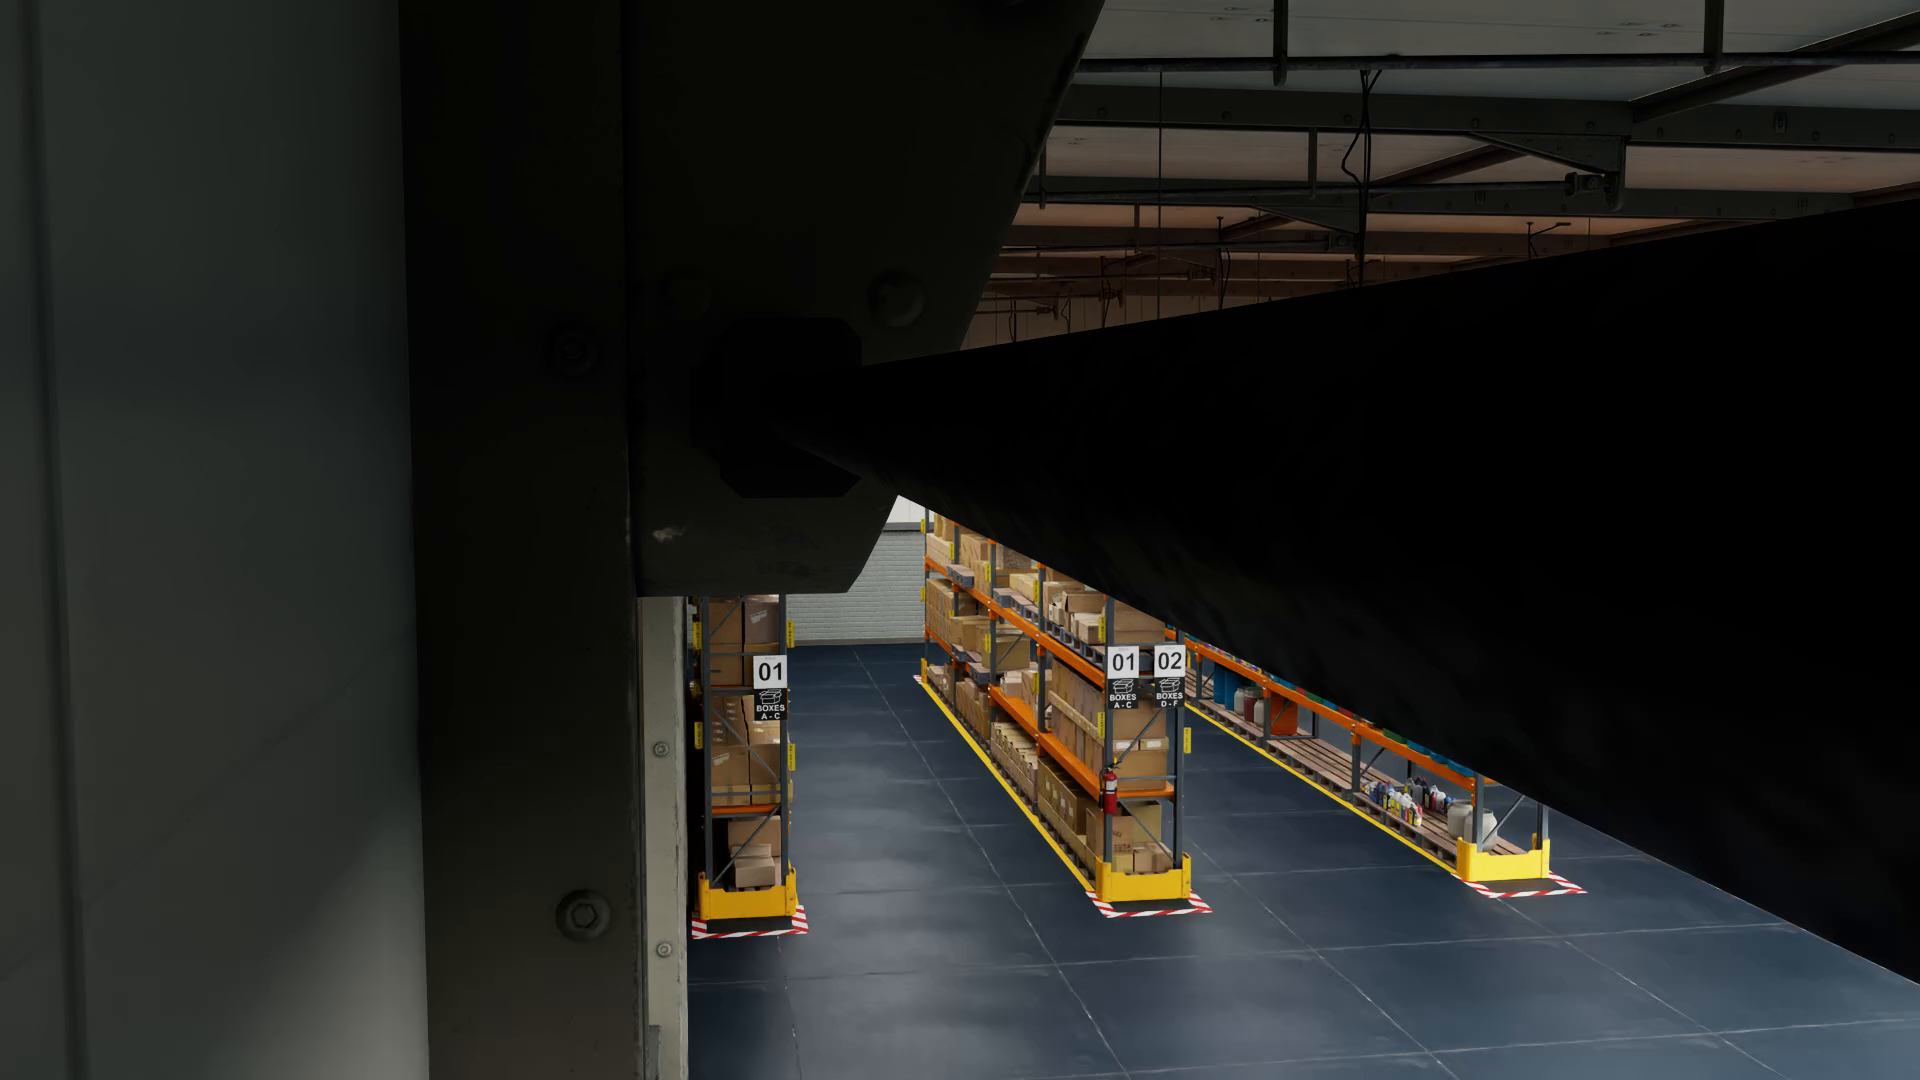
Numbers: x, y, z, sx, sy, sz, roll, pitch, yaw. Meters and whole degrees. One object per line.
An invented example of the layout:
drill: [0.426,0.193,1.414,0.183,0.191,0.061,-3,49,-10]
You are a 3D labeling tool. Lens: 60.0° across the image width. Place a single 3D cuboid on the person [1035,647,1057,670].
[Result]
person: [1.834,2.524,34.584,0.556,1.650,0.359,-1,5,-13]
